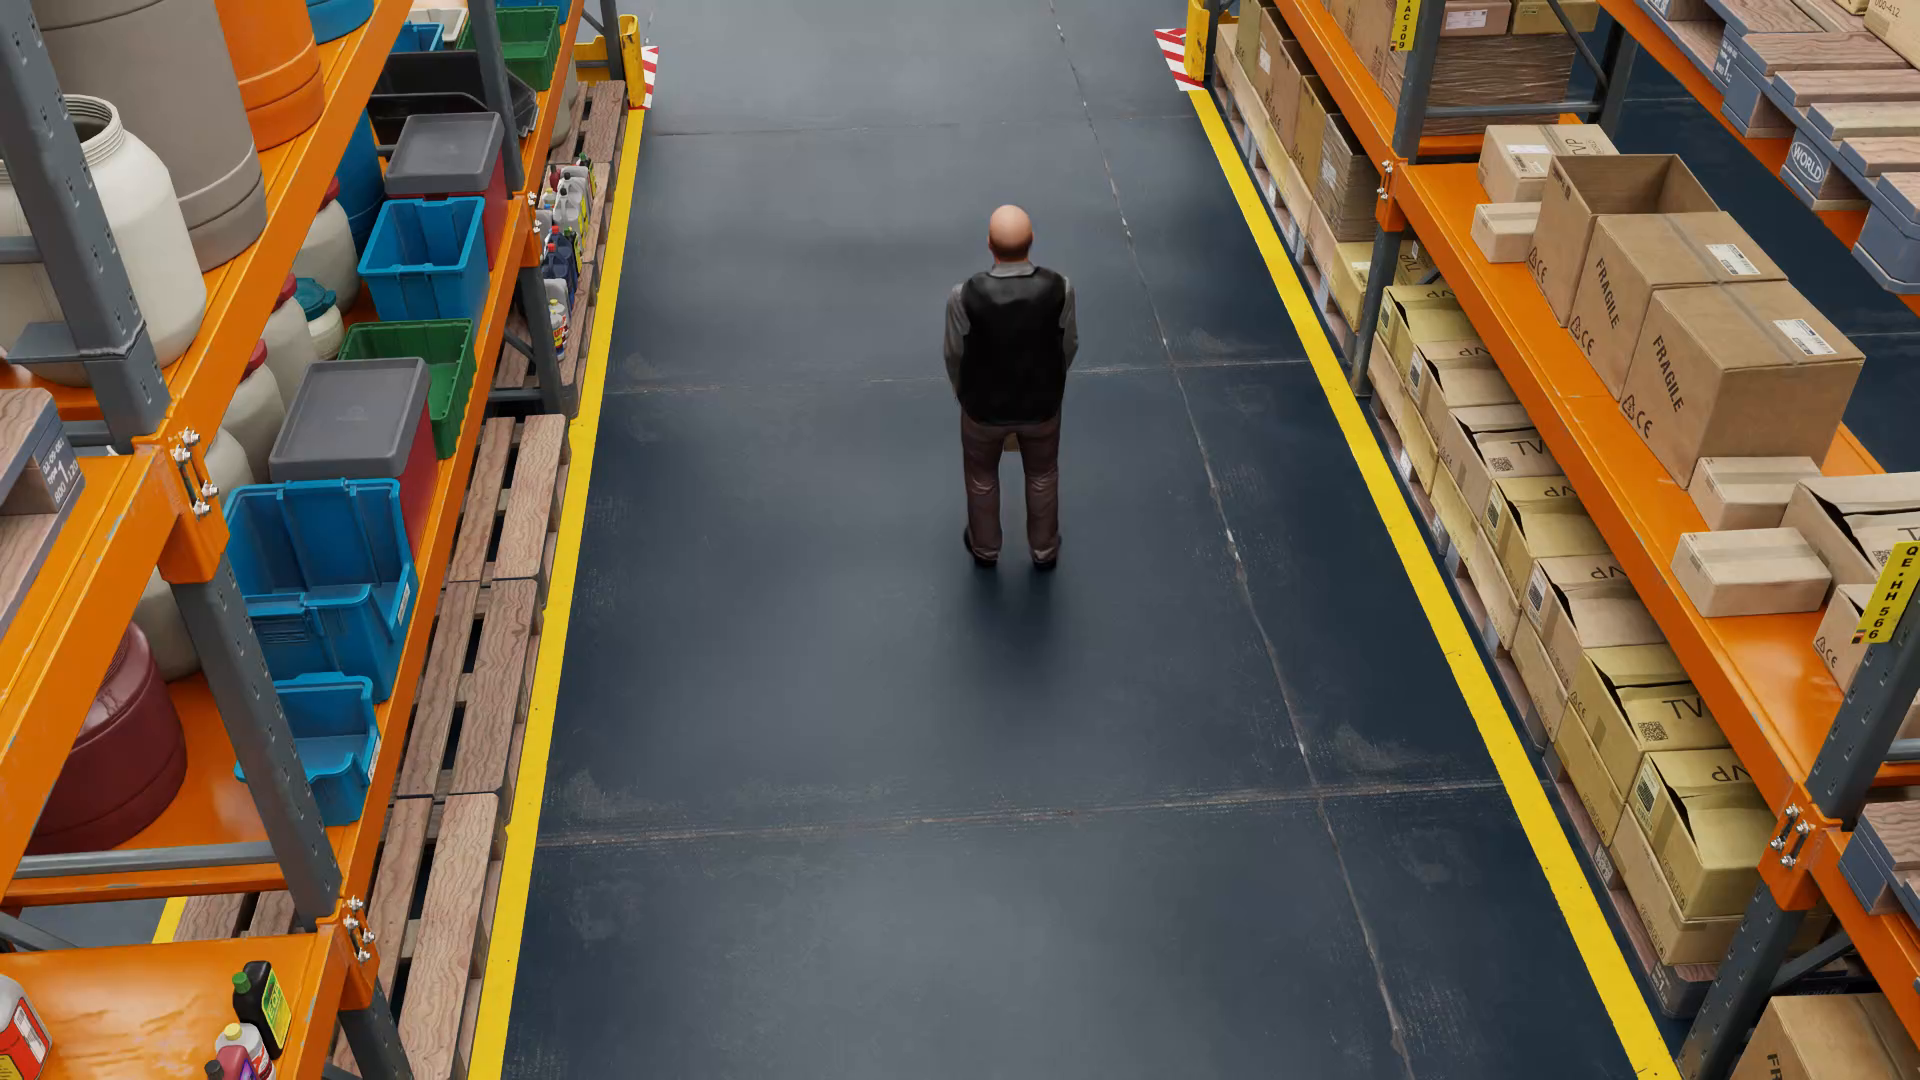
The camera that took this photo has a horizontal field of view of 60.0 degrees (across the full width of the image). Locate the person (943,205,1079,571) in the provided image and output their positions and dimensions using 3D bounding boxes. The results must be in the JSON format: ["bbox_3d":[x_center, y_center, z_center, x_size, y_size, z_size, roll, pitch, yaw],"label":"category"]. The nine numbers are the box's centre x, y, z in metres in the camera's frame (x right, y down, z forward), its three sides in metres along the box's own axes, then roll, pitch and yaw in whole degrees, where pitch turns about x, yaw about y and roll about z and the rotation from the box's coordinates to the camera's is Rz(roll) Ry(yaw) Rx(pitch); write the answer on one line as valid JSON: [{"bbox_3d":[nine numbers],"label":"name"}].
[{"bbox_3d":[0.203,-0.590,6.902,0.556,1.726,0.471,-4,39,-5],"label":"person"}]
